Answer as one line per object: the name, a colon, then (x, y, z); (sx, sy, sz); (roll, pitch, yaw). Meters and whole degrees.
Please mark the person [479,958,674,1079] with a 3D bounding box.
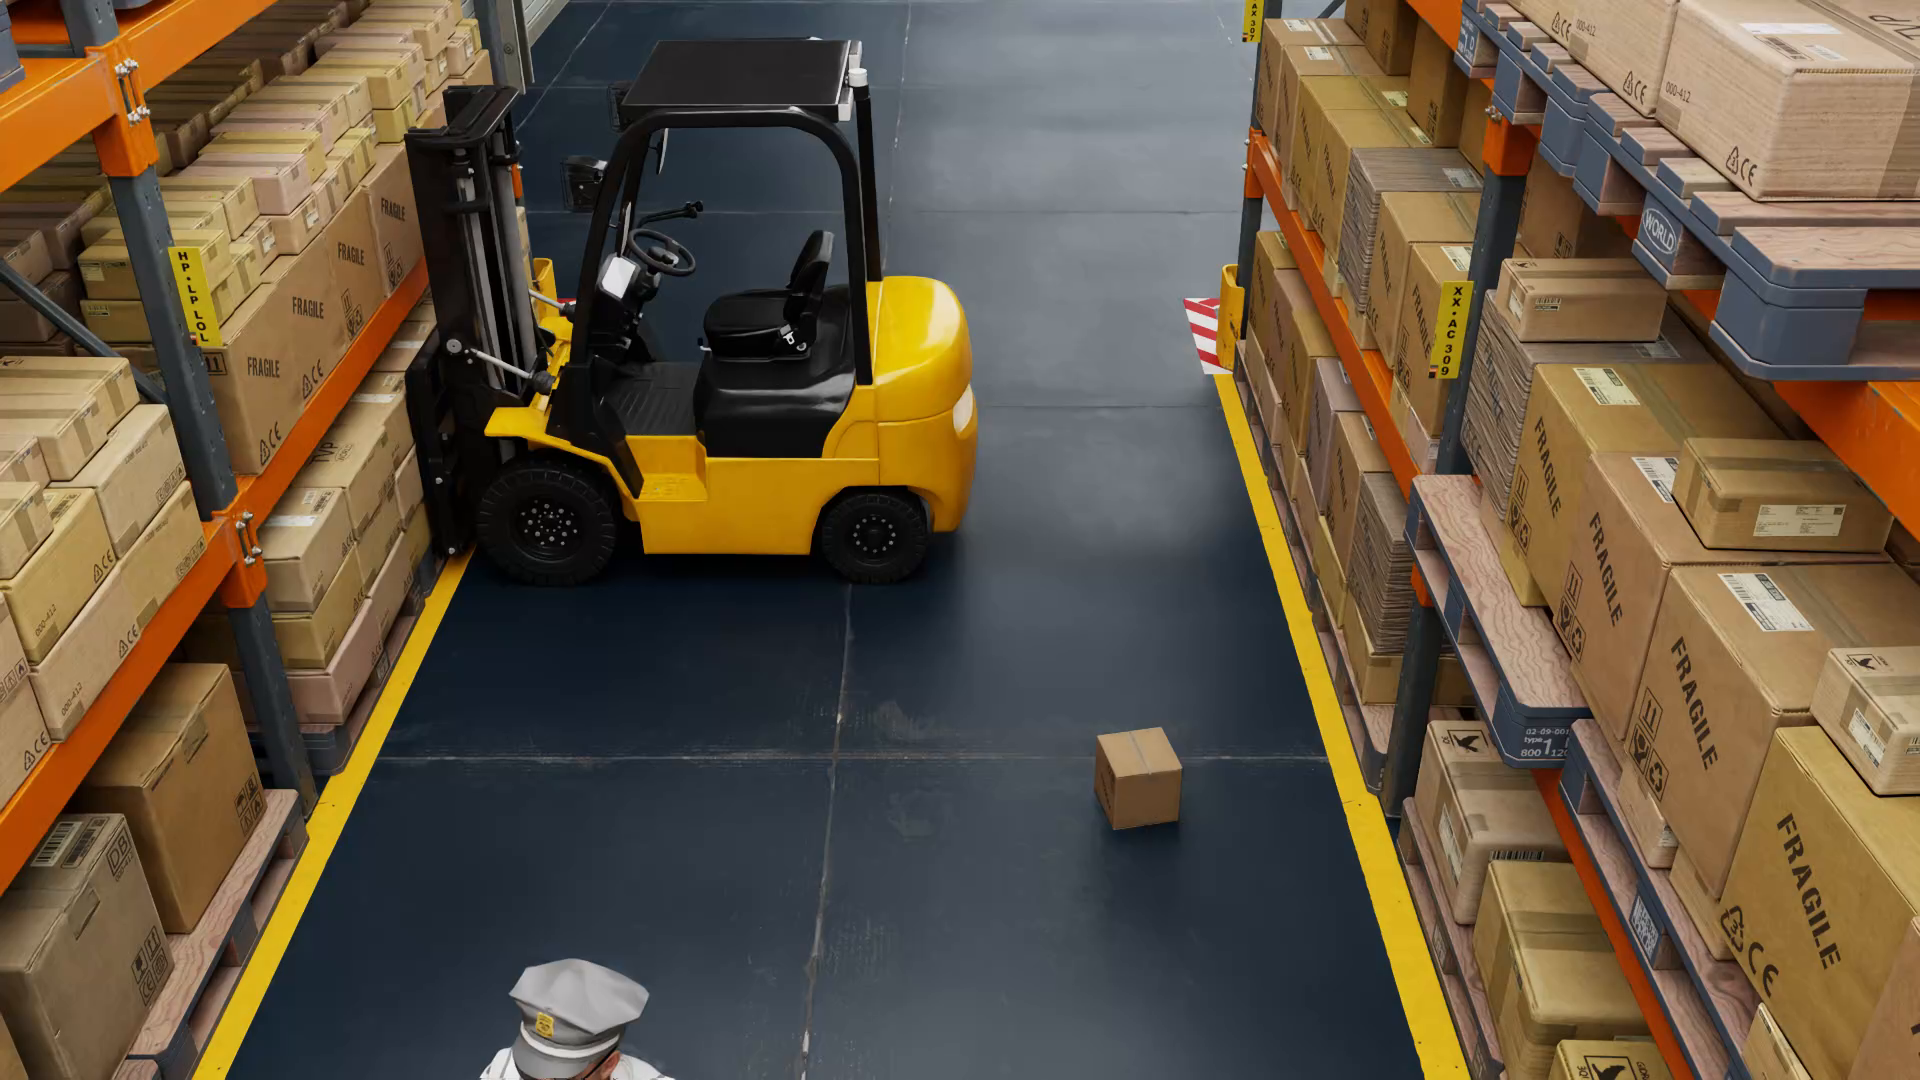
person: (-0.748, 1.565, 3.493); (0.537, 1.760, 0.558); (8, 32, 12)
